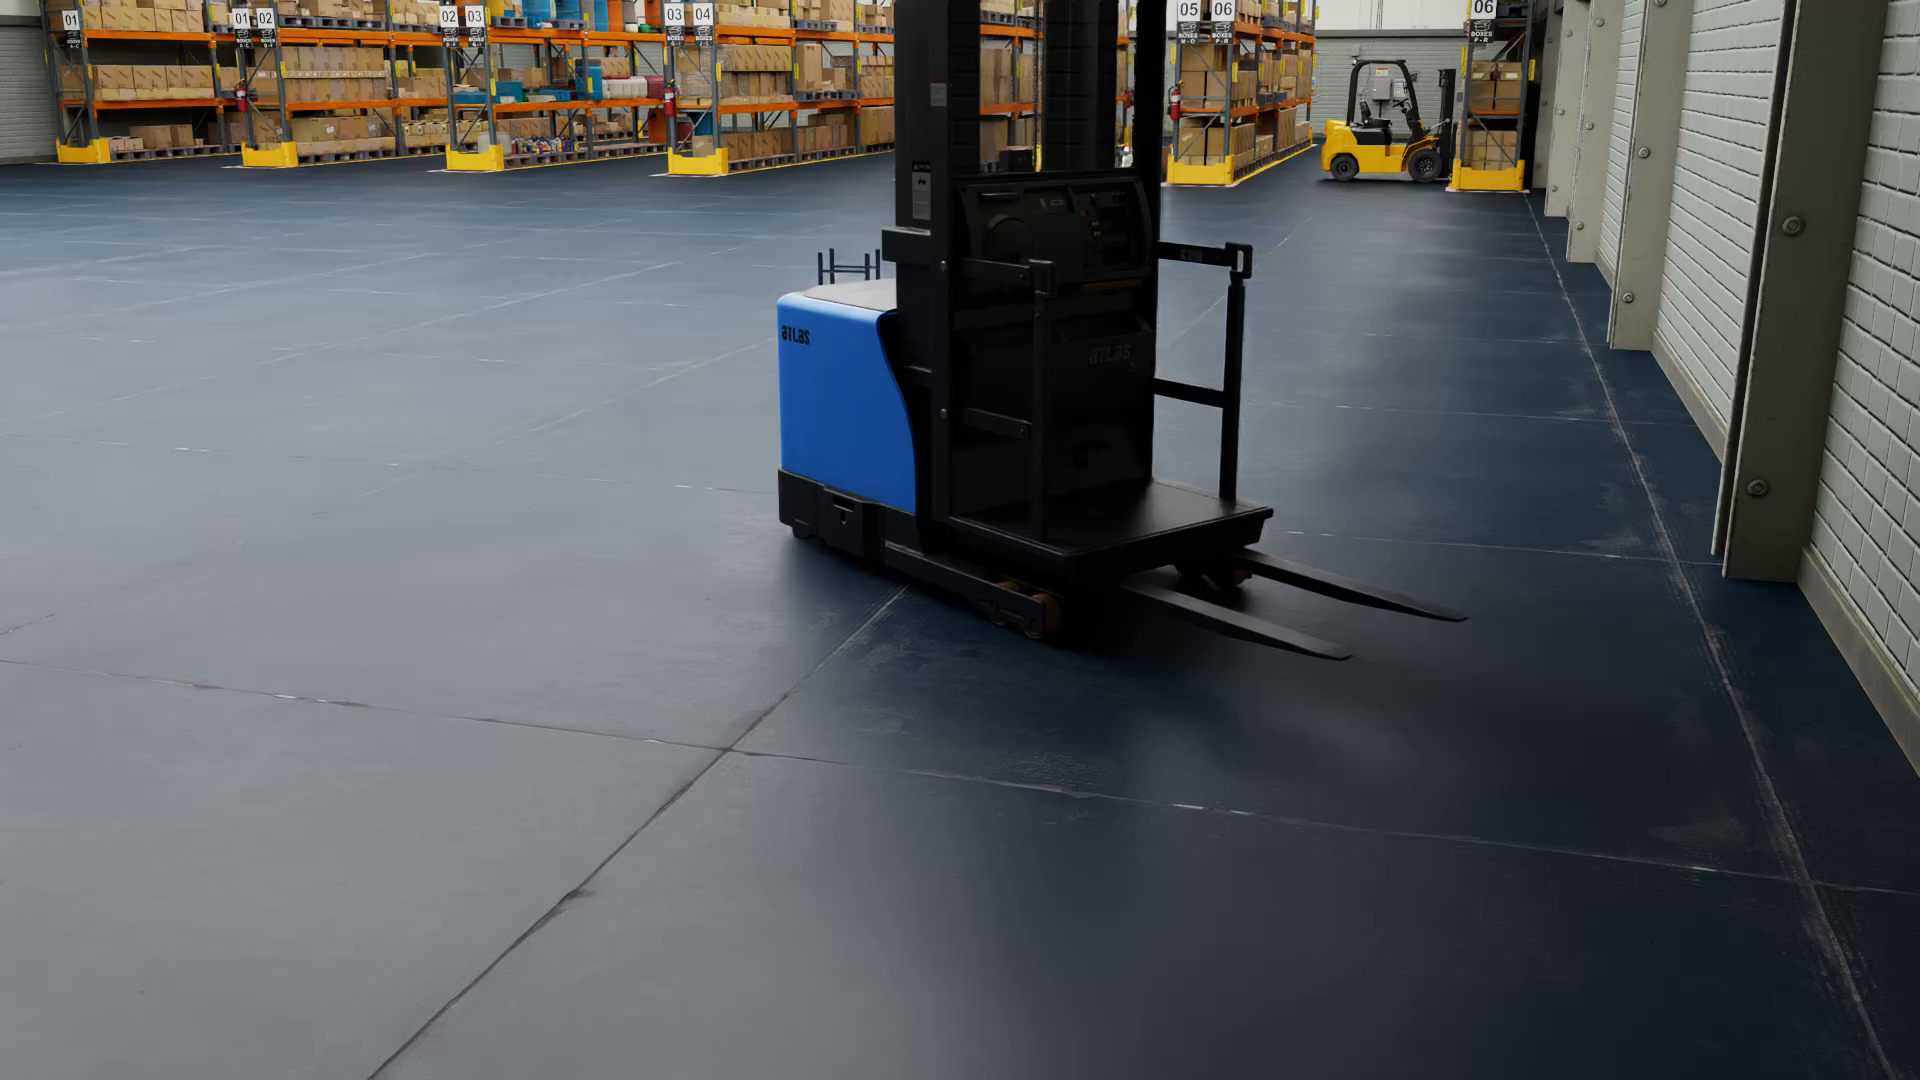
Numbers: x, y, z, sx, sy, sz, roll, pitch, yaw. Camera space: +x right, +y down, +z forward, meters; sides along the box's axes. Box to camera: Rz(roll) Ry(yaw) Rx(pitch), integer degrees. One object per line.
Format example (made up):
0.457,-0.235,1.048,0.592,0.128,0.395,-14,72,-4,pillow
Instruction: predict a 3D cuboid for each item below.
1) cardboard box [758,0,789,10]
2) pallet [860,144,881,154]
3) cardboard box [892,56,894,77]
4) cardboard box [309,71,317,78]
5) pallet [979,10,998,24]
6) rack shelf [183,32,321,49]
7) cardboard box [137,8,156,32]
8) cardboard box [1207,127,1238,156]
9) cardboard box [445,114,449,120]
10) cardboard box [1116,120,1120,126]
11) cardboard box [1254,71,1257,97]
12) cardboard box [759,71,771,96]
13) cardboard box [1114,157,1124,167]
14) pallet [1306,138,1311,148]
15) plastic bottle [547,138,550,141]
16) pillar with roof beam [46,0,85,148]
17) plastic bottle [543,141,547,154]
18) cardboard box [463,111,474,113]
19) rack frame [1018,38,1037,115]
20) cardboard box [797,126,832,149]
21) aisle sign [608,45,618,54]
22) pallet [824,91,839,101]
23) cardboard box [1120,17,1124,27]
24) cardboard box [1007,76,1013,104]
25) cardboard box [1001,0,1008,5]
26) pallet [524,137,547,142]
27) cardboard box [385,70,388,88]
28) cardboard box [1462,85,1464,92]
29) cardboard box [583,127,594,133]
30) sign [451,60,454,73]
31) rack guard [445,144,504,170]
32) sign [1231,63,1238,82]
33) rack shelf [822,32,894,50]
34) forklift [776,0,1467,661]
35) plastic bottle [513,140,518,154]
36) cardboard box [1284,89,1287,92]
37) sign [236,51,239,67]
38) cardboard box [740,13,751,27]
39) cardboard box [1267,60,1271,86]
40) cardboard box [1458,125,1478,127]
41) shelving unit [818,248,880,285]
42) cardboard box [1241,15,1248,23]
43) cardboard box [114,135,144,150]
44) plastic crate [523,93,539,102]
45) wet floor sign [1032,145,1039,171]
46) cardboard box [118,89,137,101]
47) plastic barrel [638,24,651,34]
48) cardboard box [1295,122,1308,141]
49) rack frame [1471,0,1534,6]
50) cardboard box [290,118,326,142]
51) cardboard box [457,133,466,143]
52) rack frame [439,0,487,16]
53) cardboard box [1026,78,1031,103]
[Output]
-3.926,-11.433,35.000,0.500,0.500,0.500,4,16,14,cardboard box
-2.610,-9.601,40.793,1.003,0.211,1.213,5,16,16,pallet
-1.943,-12.152,42.653,0.797,0.503,0.637,4,16,14,cardboard box
-14.140,-10.065,35.946,0.380,0.149,0.250,4,16,15,cardboard box
0.093,-10.154,32.296,1.003,0.211,1.213,5,16,16,pallet
-17.722,-12.468,41.613,1.077,0.370,4.000,5,16,16,rack shelf
-18.630,-11.786,37.669,0.500,0.500,0.500,6,17,19,cardboard box
4.823,-7.317,30.523,0.500,0.500,0.500,4,16,14,cardboard box
-15.412,-12.394,49.339,0.700,0.500,0.500,5,17,17,cardboard box
4.109,-11.244,44.839,0.380,0.149,0.250,4,16,15,cardboard box
5.571,-8.983,32.775,0.500,0.500,0.500,4,16,14,cardboard box
-4.451,-9.507,34.624,0.875,0.500,0.500,5,16,16,cardboard box
3.169,-7.565,33.515,0.258,0.266,0.396,-7,17,-23,cardboard box
8.717,-10.510,43.997,1.003,0.211,1.213,5,16,16,pallet
-9.302,-8.930,37.509,0.097,0.271,0.097,0,16,0,plastic bottle
-15.930,-12.604,35.276,9.100,9.000,0.400,5,16,16,pillar with roof beam
-8.988,-8.499,35.989,0.097,0.271,0.097,0,16,0,plastic bottle
-14.916,-12.994,50.266,0.380,0.149,0.250,5,17,17,cardboard box
1.821,-10.331,38.257,1.000,3.000,0.127,5,16,16,rack frame
-3.377,-9.280,38.323,0.700,0.500,0.500,6,17,21,cardboard box
-10.391,-14.896,49.585,0.394,0.787,0.004,5,16,16,aisle sign
-3.429,-10.129,37.895,1.003,0.211,1.213,5,16,16,pallet
4.063,-13.762,44.212,0.500,0.250,0.500,4,16,14,cardboard box
0.591,-9.260,34.203,0.875,0.550,0.550,5,16,16,cardboard box
0.646,-10.768,33.076,0.500,0.250,0.500,5,16,16,cardboard box
-11.806,-10.681,44.598,1.003,0.211,1.213,5,16,16,pallet
-16.192,-12.737,45.972,0.500,0.500,0.500,5,16,16,cardboard box
11.174,-9.873,36.331,0.380,0.149,0.250,5,17,17,cardboard box
-10.703,-11.727,47.562,0.380,0.166,0.250,5,16,16,cardboard box
-12.926,-12.070,42.410,0.100,0.325,0.005,5,16,16,sign
-9.952,-7.854,34.105,1.175,0.500,0.348,5,16,16,rack guard
4.842,-8.255,29.351,0.100,0.325,0.005,5,16,16,sign
-2.338,-12.363,41.239,1.077,0.370,4.000,5,16,16,rack shelf
0.507,-1.202,6.195,1.130,2.935,3.031,-12,20,-37,forklift
-9.626,-8.509,36.002,0.061,0.283,0.133,5,16,16,plastic bottle
7.259,-10.283,38.360,0.500,0.250,0.500,5,17,18,cardboard box
-15.192,-10.135,35.009,0.100,0.325,0.005,5,16,16,sign
-4.509,-10.391,33.245,0.500,0.250,0.500,5,16,16,cardboard box
6.162,-9.680,34.464,0.500,0.500,0.500,5,16,16,cardboard box
9.626,-7.668,31.305,0.500,0.250,0.500,5,16,16,cardboard box
-0.504,-0.739,7.734,0.258,1.200,0.189,3,16,12,shelving unit
5.091,-9.603,30.652,0.380,0.149,0.250,5,17,17,cardboard box
-18.982,-9.043,37.836,0.500,0.311,0.500,6,17,20,cardboard box
-9.448,-9.645,36.224,0.450,0.188,0.662,5,16,16,plastic crate
1.438,-6.945,30.631,0.267,0.644,0.232,2,16,6,wet floor sign
-18.850,-9.979,37.253,0.500,0.250,0.500,4,16,14,cardboard box
-7.676,-12.426,40.430,0.294,0.245,0.294,0,16,0,plastic barrel
8.525,-10.616,43.185,0.875,0.438,0.875,5,17,17,cardboard box
9.082,-10.383,27.445,1.000,3.000,0.127,5,16,16,rack frame
-14.170,-8.913,36.150,0.500,0.500,0.500,5,16,16,cardboard box
-12.607,-9.968,41.244,0.500,0.250,0.500,5,17,17,cardboard box
-9.928,-11.920,32.862,1.000,3.000,0.127,5,16,16,rack frame
1.234,-9.582,35.431,0.500,0.500,0.500,5,17,16,cardboard box
